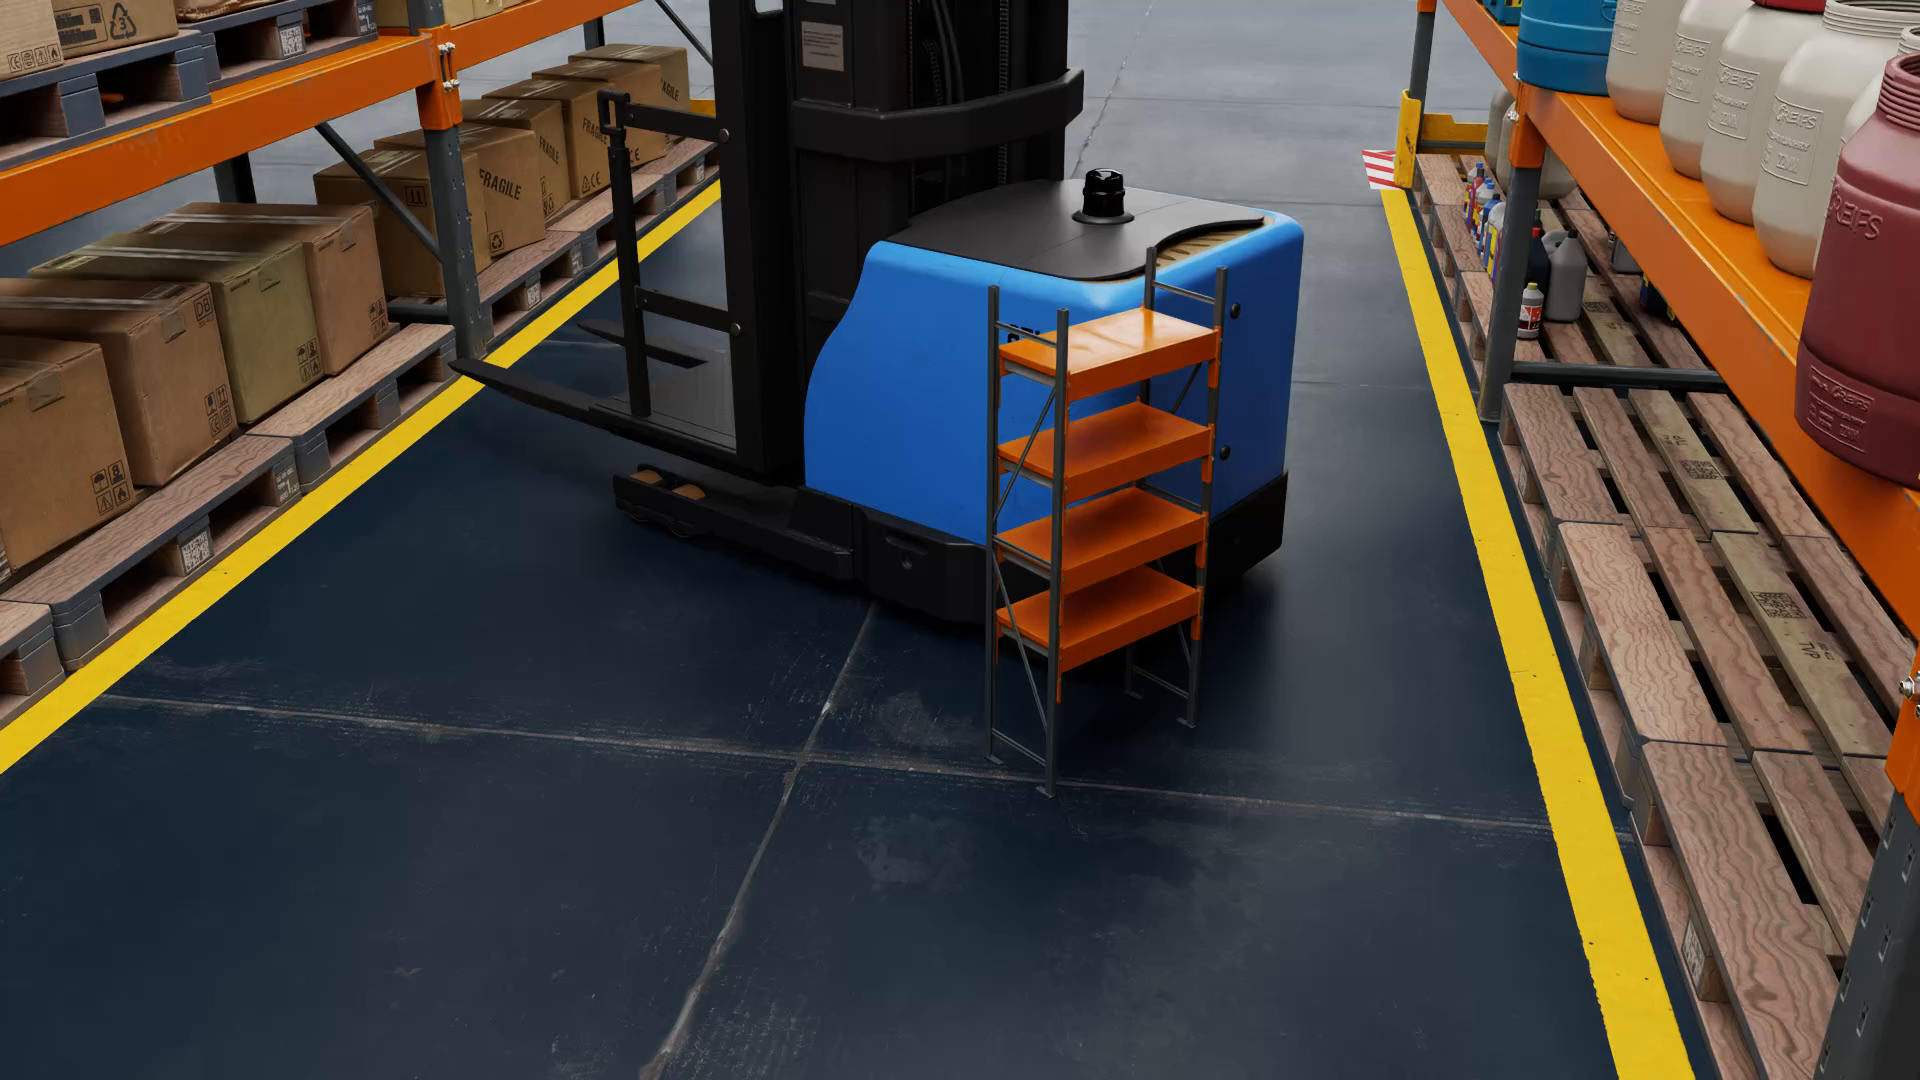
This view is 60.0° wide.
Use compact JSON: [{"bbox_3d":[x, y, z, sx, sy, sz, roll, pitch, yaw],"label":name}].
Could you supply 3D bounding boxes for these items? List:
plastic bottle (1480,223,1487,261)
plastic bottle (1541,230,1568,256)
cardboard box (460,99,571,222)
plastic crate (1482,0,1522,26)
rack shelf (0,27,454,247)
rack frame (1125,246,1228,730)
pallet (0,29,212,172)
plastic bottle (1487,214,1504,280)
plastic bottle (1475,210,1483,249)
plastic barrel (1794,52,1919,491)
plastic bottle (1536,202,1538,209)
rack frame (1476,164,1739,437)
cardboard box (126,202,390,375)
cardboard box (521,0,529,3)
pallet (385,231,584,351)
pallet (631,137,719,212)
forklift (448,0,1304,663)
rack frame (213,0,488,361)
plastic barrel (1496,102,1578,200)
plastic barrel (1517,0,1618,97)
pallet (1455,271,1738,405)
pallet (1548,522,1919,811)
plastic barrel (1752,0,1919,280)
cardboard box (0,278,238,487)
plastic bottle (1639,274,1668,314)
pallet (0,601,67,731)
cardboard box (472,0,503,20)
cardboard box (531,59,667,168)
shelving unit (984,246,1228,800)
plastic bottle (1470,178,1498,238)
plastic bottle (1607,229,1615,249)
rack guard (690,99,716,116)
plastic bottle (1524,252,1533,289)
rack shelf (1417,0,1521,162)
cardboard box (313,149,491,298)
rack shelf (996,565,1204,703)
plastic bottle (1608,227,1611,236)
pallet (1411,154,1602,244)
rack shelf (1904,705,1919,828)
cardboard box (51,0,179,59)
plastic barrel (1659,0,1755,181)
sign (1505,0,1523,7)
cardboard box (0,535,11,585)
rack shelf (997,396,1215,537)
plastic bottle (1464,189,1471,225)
[{"bbox_3d":[2.361,-1.336,7.348,0.097,0.201,0.097,0,25,0],"label":"plastic bottle"},{"bbox_3d":[2.436,-1.116,6.789,0.152,0.276,0.135,4,25,9],"label":"plastic bottle"},{"bbox_3d":[-2.238,-1.851,8.120,0.500,0.500,0.500,2,25,4],"label":"cardboard box"},{"bbox_3d":[2.346,-2.195,6.576,0.499,0.251,0.616,4,25,9],"label":"plastic crate"},{"bbox_3d":[-2.780,-0.961,4.614,1.077,0.370,4.000,4,25,9],"label":"rack shelf"},{"bbox_3d":[0.517,-0.102,4.054,0.015,1.200,0.240,-20,31,-36],"label":"rack frame"},{"bbox_3d":[-2.824,-1.194,4.490,1.003,0.211,1.213,4,25,9],"label":"pallet"},{"bbox_3d":[2.338,-1.285,7.062,0.144,0.351,0.185,4,25,8],"label":"plastic bottle"},{"bbox_3d":[2.395,-1.422,7.531,0.097,0.201,0.097,0,25,0],"label":"plastic bottle"},{"bbox_3d":[1.556,-0.384,2.372,0.600,0.536,0.708,4,25,9],"label":"plastic barrel"},{"bbox_3d":[2.474,-1.315,7.205,0.061,0.283,0.133,4,25,9],"label":"plastic bottle"},{"bbox_3d":[2.433,-1.780,5.515,1.000,3.000,0.127,4,25,9],"label":"rack frame"},{"bbox_3d":[-2.575,-0.935,6.140,0.700,0.500,0.500,2,25,4],"label":"cardboard box"},{"bbox_3d":[-2.023,-2.394,7.123,0.380,0.149,0.250,4,25,9],"label":"cardboard box"},{"bbox_3d":[-2.378,-1.144,7.445,1.003,0.211,1.213,4,25,9],"label":"pallet"},{"bbox_3d":[-1.980,-2.164,9.625,1.003,0.211,1.213,4,25,9],"label":"pallet"},{"bbox_3d":[-0.490,-1.491,4.978,3.031,2.935,1.130,18,31,34],"label":"forklift"},{"bbox_3d":[-2.453,-2.123,6.248,1.000,3.000,0.127,4,25,9],"label":"rack frame"},{"bbox_3d":[2.973,-2.027,8.480,0.421,0.512,0.421,0,25,0],"label":"plastic barrel"},{"bbox_3d":[2.071,-1.867,5.109,0.600,0.901,0.708,4,25,9],"label":"plastic barrel"},{"bbox_3d":[2.584,-0.795,6.700,1.003,0.211,1.213,4,25,9],"label":"pallet"},{"bbox_3d":[2.146,0.325,4.306,1.003,0.211,1.213,4,25,9],"label":"pallet"},{"bbox_3d":[1.806,-0.779,3.245,0.421,0.512,0.421,0,25,0],"label":"plastic barrel"},{"bbox_3d":[-2.762,-0.503,5.216,0.700,0.500,0.500,2,25,4],"label":"cardboard box"},{"bbox_3d":[2.832,-1.099,6.665,0.144,0.351,0.185,4,25,9],"label":"plastic bottle"},{"bbox_3d":[-2.978,0.486,3.963,1.003,0.211,1.213,4,25,9],"label":"pallet"},{"bbox_3d":[-2.068,-2.182,6.671,0.380,0.149,0.250,4,25,9],"label":"cardboard box"},{"bbox_3d":[-1.982,-2.342,9.169,0.500,0.500,0.500,11,27,22],"label":"cardboard box"},{"bbox_3d":[0.330,-0.036,3.912,0.503,1.200,0.258,-20,31,-36],"label":"shelving unit"},{"bbox_3d":[2.427,-1.537,7.694,0.097,0.271,0.097,0,25,0],"label":"plastic bottle"},{"bbox_3d":[3.002,-1.426,7.540,0.097,0.201,0.097,0,25,0],"label":"plastic bottle"},{"bbox_3d":[-1.812,-2.633,10.284,1.175,0.500,0.348,4,25,9],"label":"rack guard"},{"bbox_3d":[2.186,-0.973,6.476,0.061,0.283,0.133,5,26,11],"label":"plastic bottle"},{"bbox_3d":[2.760,-2.291,7.455,1.077,0.370,4.000,4,25,9],"label":"rack shelf"},{"bbox_3d":[-2.348,-1.346,7.041,0.500,0.500,0.500,3,25,7],"label":"cardboard box"},{"bbox_3d":[0.330,0.205,4.024,0.480,0.148,0.258,-20,31,-36],"label":"rack shelf"},{"bbox_3d":[3.046,-1.527,7.660,0.061,0.283,0.133,4,25,9],"label":"plastic bottle"},{"bbox_3d":[2.983,-1.816,8.880,1.003,0.211,1.213,4,25,9],"label":"pallet"},{"bbox_3d":[1.453,1.055,0.307,1.077,0.370,4.000,4,25,9],"label":"rack shelf"},{"bbox_3d":[-2.645,-1.629,4.575,0.797,0.503,0.637,7,26,14],"label":"cardboard box"},{"bbox_3d":[1.941,-1.150,4.008,0.433,0.535,0.433,0,25,0],"label":"plastic barrel"},{"bbox_3d":[1.892,-1.948,5.548,0.100,0.325,0.005,4,25,9],"label":"sign"},{"bbox_3d":[-2.939,-0.032,4.210,0.700,0.500,0.500,2,25,4],"label":"cardboard box"},{"bbox_3d":[0.330,-0.178,3.845,0.480,0.148,0.258,-20,31,-36],"label":"rack shelf"},{"bbox_3d":[2.466,-1.605,7.923,0.097,0.201,0.097,0,25,0],"label":"plastic bottle"}]
